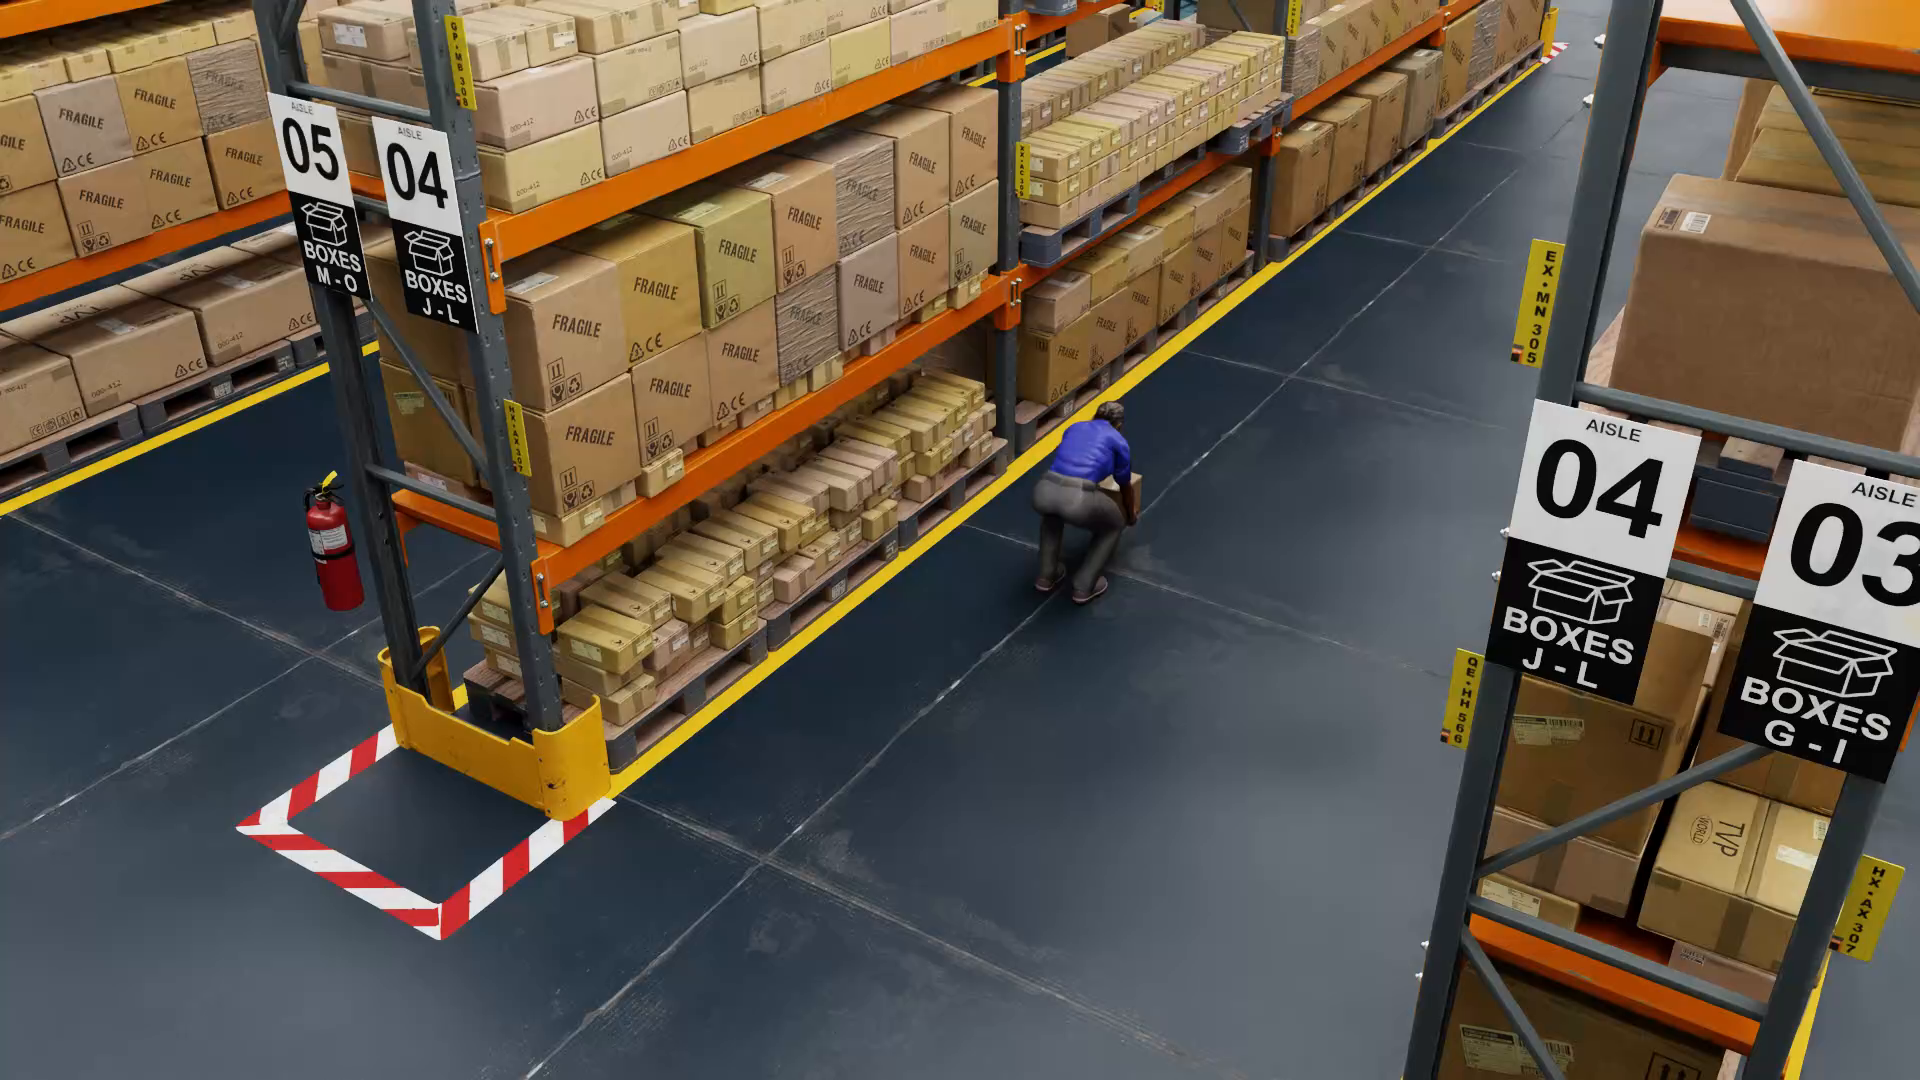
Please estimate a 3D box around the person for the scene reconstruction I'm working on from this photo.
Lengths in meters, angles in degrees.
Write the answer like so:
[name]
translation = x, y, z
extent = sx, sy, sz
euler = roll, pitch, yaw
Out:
[person]
translation = 0.695, -0.211, 9.235
extent = 0.470, 0.956, 0.860
euler = 16, 34, 25
